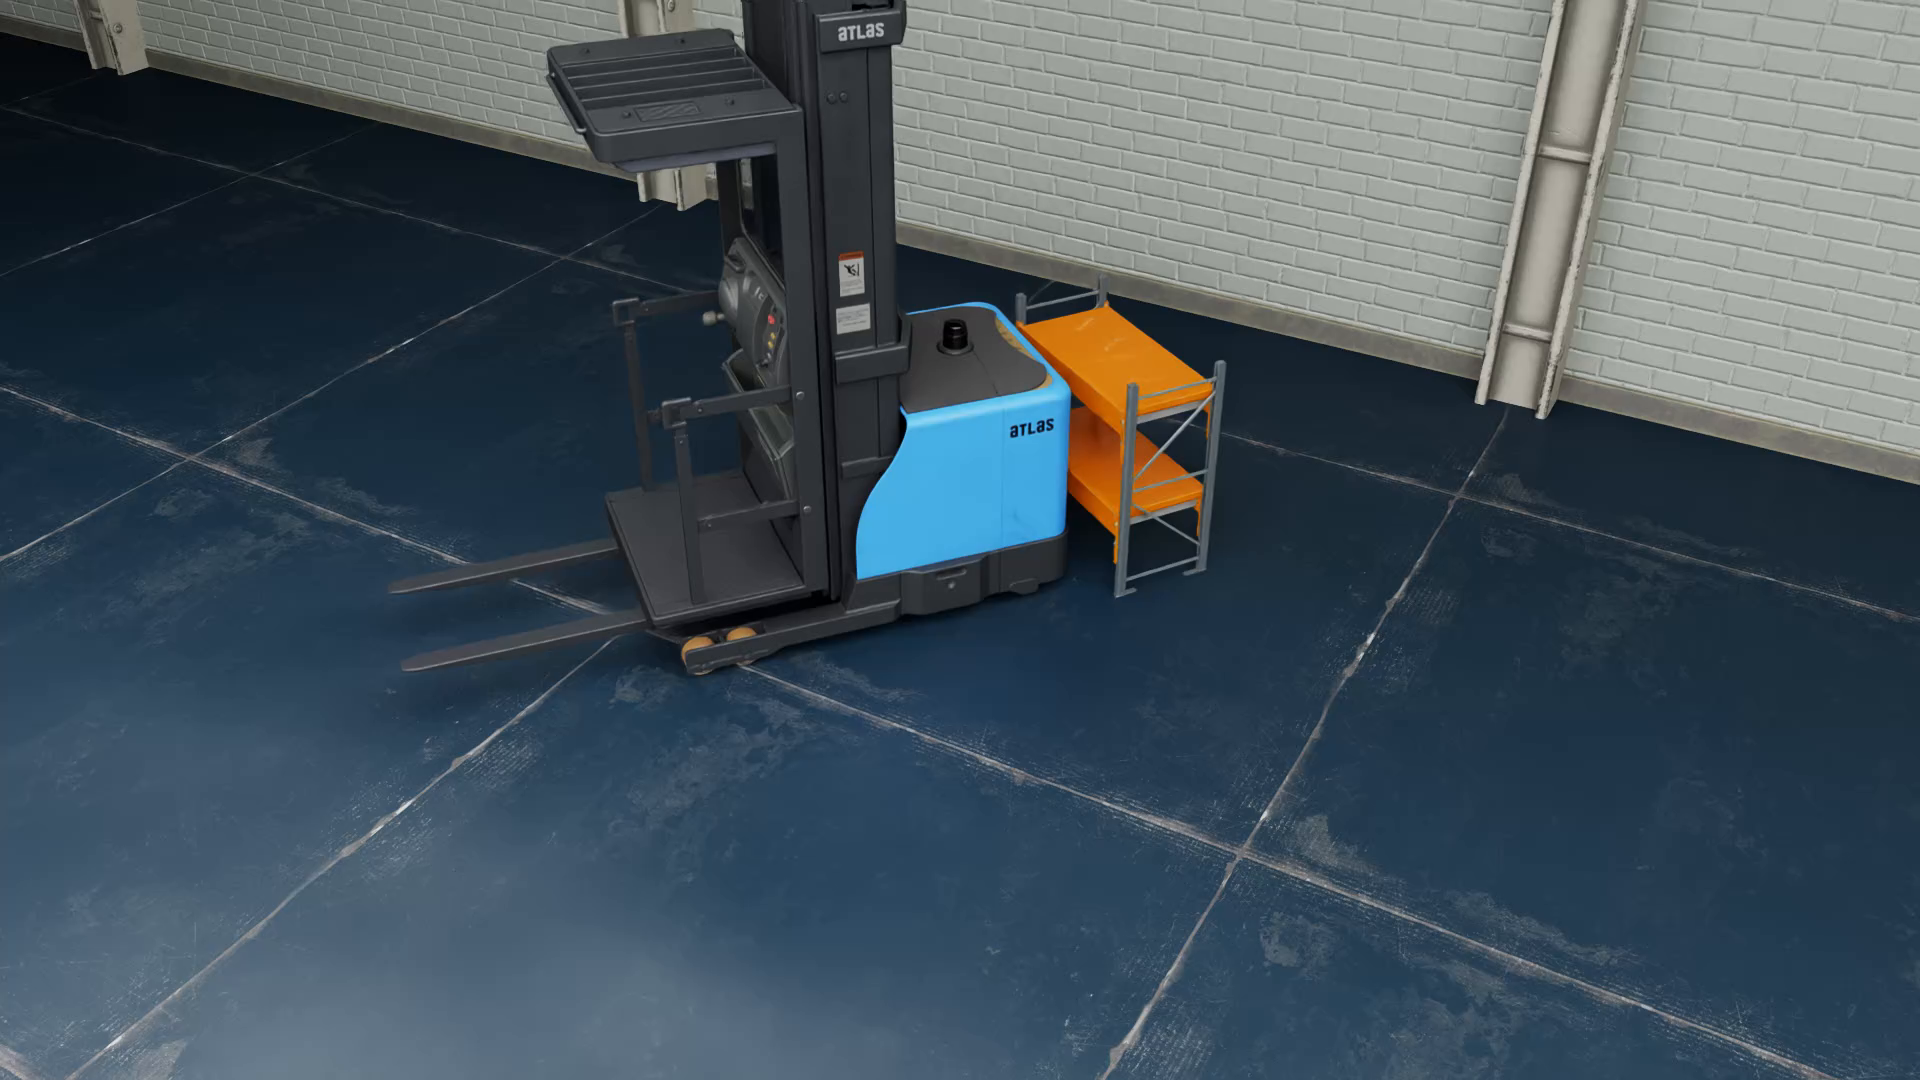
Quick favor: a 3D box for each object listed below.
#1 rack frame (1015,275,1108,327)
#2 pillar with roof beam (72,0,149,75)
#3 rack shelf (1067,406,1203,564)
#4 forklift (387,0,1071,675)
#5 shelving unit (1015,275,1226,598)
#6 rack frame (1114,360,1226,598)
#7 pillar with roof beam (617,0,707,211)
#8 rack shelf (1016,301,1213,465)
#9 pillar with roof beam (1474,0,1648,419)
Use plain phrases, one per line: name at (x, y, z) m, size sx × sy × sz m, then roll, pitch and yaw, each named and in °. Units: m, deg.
rack frame at (0.496, -0.768, 8.388) m, size 0.500 × 1.125 × 0.032 m, roll -16°, pitch 37°, yaw -22°
pillar with roof beam at (-9.394, -5.772, 8.799) m, size 0.400 × 9.000 × 9.100 m, roll 18°, pitch 37°, yaw 24°
rack shelf at (0.727, -0.314, 8.147) m, size 0.538 × 0.278 × 1.000 m, roll -16°, pitch 37°, yaw -22°
forklift at (-1.063, -0.957, 7.042) m, size 3.031 × 2.935 × 1.130 m, roll -12°, pitch 36°, yaw -18°
shelving unit at (0.727, -0.517, 8.011) m, size 0.538 × 1.125 × 1.048 m, roll -16°, pitch 37°, yaw -22°
rack frame at (0.958, -0.266, 7.634) m, size 0.500 × 1.125 × 0.032 m, roll -16°, pitch 37°, yaw -22°
pillar with roof beam at (-4.185, -4.122, 6.321) m, size 0.400 × 9.000 × 9.100 m, roll 18°, pitch 37°, yaw 24°
rack shelf at (0.727, -0.761, 7.849) m, size 0.538 × 0.278 × 1.000 m, roll -16°, pitch 37°, yaw -22°
pillar with roof beam at (1.025, -2.472, 3.843) m, size 0.400 × 9.000 × 9.100 m, roll 18°, pitch 37°, yaw 24°
